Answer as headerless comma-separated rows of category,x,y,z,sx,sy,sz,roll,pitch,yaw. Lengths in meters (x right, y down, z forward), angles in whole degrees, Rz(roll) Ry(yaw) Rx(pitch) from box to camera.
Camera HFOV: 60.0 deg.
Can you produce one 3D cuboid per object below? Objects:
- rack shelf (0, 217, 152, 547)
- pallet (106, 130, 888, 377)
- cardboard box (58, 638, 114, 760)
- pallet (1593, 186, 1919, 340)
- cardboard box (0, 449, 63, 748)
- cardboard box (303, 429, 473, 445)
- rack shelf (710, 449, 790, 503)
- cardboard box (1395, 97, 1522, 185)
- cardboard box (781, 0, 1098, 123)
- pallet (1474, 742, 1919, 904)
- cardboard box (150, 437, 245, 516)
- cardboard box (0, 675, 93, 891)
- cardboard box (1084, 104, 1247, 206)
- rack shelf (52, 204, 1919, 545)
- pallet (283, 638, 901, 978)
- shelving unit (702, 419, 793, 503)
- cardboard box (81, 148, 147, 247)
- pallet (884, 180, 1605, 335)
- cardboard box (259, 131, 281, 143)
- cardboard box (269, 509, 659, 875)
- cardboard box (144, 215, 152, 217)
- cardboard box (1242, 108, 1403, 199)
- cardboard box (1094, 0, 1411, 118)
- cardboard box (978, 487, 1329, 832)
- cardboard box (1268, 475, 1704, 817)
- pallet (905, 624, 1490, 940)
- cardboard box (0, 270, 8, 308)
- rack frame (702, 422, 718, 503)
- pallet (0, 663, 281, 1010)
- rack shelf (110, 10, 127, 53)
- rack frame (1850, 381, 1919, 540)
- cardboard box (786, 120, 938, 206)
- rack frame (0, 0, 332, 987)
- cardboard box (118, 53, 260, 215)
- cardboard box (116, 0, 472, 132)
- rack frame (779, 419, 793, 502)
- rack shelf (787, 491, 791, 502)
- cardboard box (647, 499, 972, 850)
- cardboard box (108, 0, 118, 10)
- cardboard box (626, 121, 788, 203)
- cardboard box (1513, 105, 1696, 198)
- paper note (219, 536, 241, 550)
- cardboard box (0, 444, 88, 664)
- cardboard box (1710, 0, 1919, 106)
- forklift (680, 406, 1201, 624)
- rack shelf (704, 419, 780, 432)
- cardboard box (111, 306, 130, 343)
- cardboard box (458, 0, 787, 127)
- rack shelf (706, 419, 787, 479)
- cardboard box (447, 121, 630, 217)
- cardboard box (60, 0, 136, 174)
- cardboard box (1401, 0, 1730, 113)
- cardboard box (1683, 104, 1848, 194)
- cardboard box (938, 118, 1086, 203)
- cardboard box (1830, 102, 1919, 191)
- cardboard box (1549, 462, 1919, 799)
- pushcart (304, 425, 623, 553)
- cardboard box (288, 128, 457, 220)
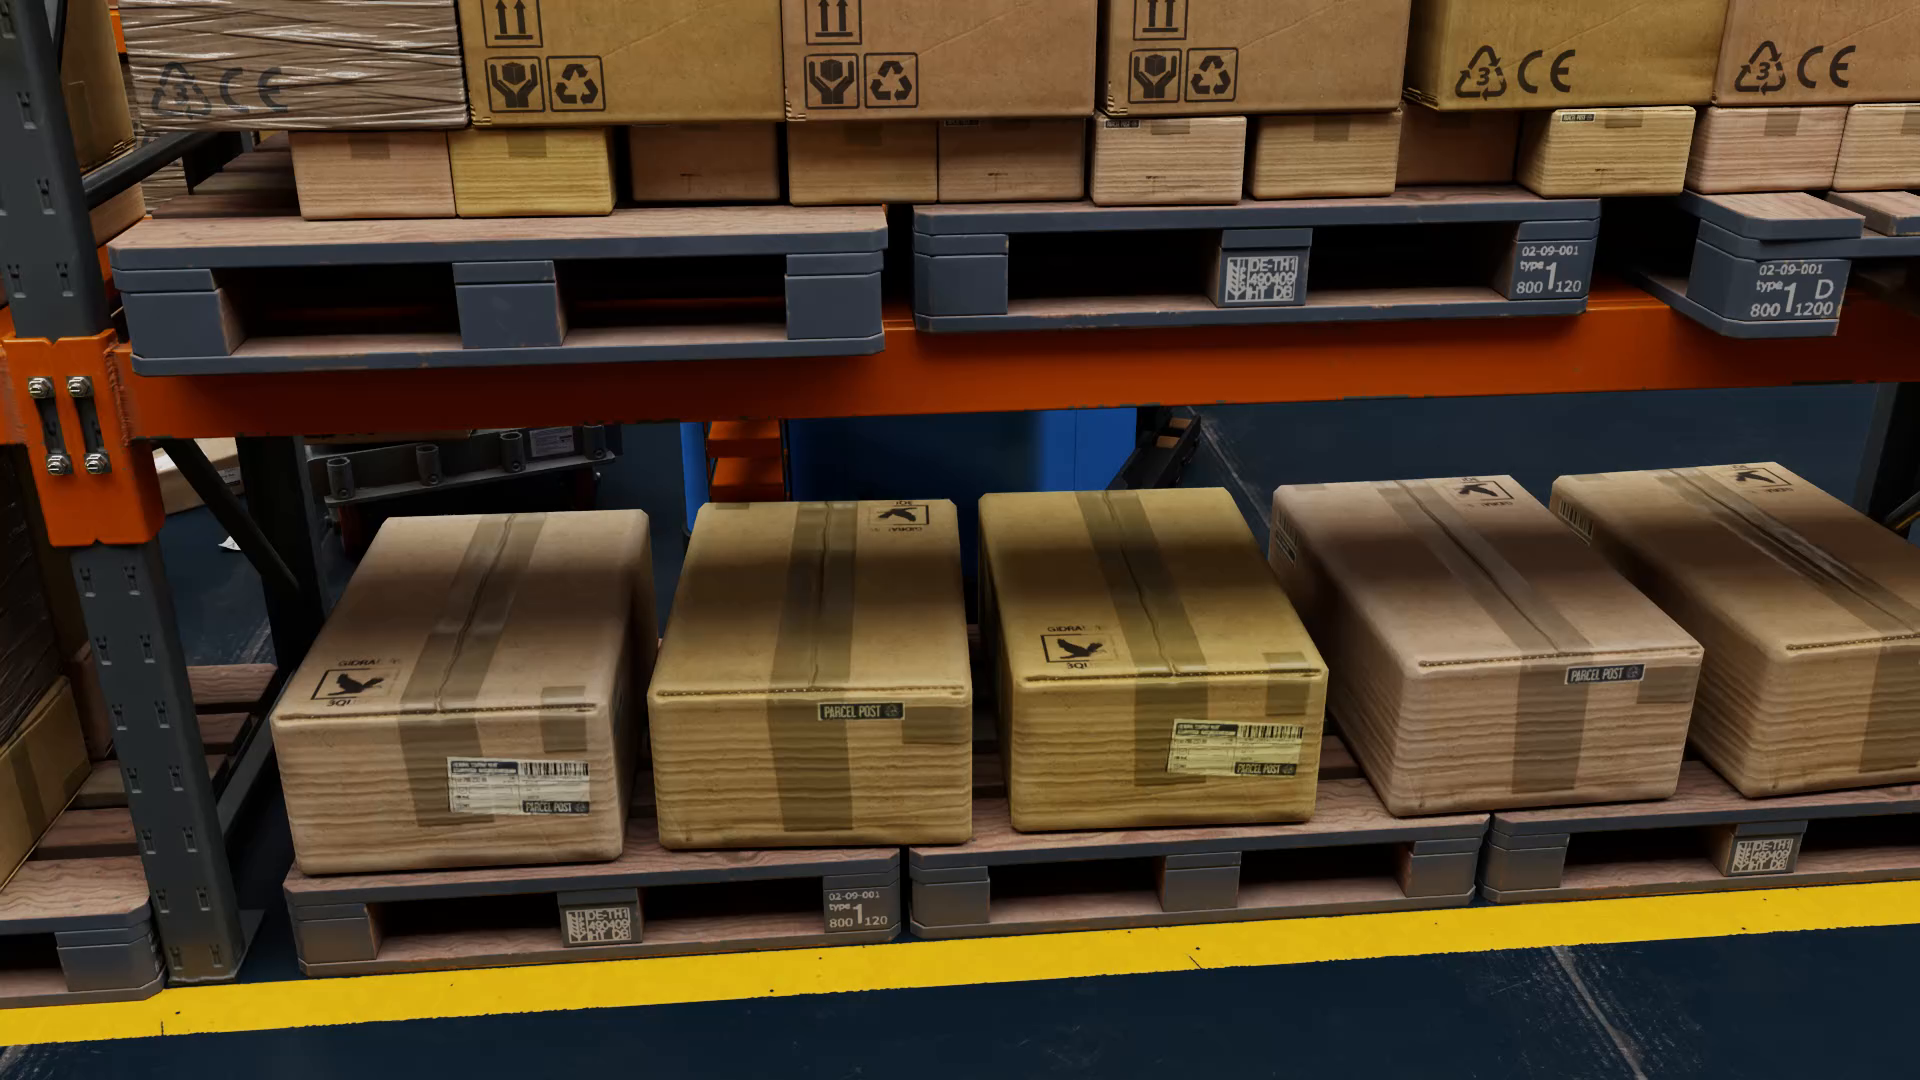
rack shelf,-3.532,-0.287,3.088,4.000,0.370,1.077,-2,24,-5
pallet,-0.767,-0.580,3.097,1.213,0.211,1.003,-2,24,-5
cardboard box,-2.155,0.284,3.787,0.500,0.250,0.500,-3,24,-8
pallet,1.740,-0.696,3.359,1.003,0.211,1.213,-2,24,-5
cardboard box,-2.104,0.159,3.145,0.500,0.500,0.500,-3,24,-6
cardboard box,-1.747,-0.618,5.091,0.500,0.500,0.500,-2,24,-5
rack shelf,-0.525,-0.141,4.181,0.180,0.103,0.258,-2,24,-2
cardboard box,0.844,-0.773,3.089,0.250,0.149,0.380,-2,24,-5
cardboard box,-0.055,-1.006,2.814,0.500,0.500,0.500,-2,24,-5
pallet,1.661,0.450,3.978,1.213,0.211,1.003,-2,24,-5
cardboard box,-2.563,-0.281,5.555,0.258,0.266,0.396,22,32,40
cardboard box,-2.104,0.501,3.297,0.500,0.250,0.500,-1,24,-3
cardboard box,0.339,-0.708,2.941,0.250,0.149,0.380,-1,24,-3
rack shelf,0.449,-0.447,3.447,4.000,0.370,1.077,-2,24,-5
pallet,-0.767,0.547,3.759,1.213,0.211,1.003,-2,24,-5
shelving unit,-0.525,-0.181,4.163,0.189,1.200,0.258,-2,24,-2
cardboard box,-1.887,-0.698,3.436,0.250,0.149,0.380,-2,24,-5
pallet,0.473,-0.672,3.305,1.213,0.211,1.003,-2,24,-5
cardboard box,-2.762,-1.916,7.967,0.875,0.875,0.875,-2,24,-4
cardboard box,-1.020,0.291,3.619,0.625,0.372,0.950,-2,24,-4
cardboard box,-3.573,-1.074,7.048,0.500,0.500,0.500,2,24,4
cardboard box,0.602,-0.730,2.992,0.250,0.149,0.380,-3,24,-7
cardboard box,0.455,-1.031,2.870,0.500,0.500,0.500,-3,24,-7
cardboard box,0.387,0.233,3.751,0.625,0.372,0.950,-2,24,-3
cardboard box,1.142,0.205,3.814,0.625,0.372,0.950,-3,24,-6
pallet,0.450,0.497,3.872,1.213,0.211,1.003,-2,24,-5
cardboard box,-1.832,-0.445,2.867,0.250,0.149,0.380,-3,24,-6
rack frame,-0.617,-0.178,4.160,0.006,1.200,0.240,-2,24,-2
pallet,-2.207,0.620,3.595,1.213,0.211,1.003,-2,24,-5
rack shelf,-4.119,-2.284,7.580,4.000,0.370,1.077,-2,24,-5
rack frame,2.439,-0.855,3.481,0.127,3.000,1.000,-2,24,-5
cardboard box,-0.177,-0.709,2.944,0.250,0.149,0.380,-2,24,-4
rack frame,-1.542,-0.695,3.122,0.127,3.000,1.000,-2,24,-5
cardboard box,-3.658,-1.879,7.883,0.875,0.875,0.875,-2,24,-5
cardboard box,-1.047,-0.972,2.737,0.500,0.500,0.500,-2,24,-4
rack frame,-0.434,-0.184,4.166,0.006,1.200,0.240,-2,24,-2
rack shelf,-0.522,-0.031,4.231,0.180,0.103,0.258,-2,24,-2
cardboard box,-0.305,0.261,3.687,0.625,0.372,0.950,-1,24,-2
cardboard box,-3.589,-2.736,7.528,0.550,0.550,0.875,-2,24,-5
cardboard box,-0.437,-0.716,2.959,0.250,0.149,0.380,-1,24,-2
cardboard box,1.106,-0.732,2.997,0.250,0.149,0.380,-2,24,-4
paper note,-2.237,-0.007,5.228,0.142,0.019,0.148,-2,24,-5
cardboard box,-2.155,-0.059,3.635,0.500,0.500,0.500,-1,24,-3
cardboard box,1.500,-1.073,2.965,0.500,0.500,0.500,-3,24,-6
forklift,0.209,-1.578,5.191,1.130,2.935,3.031,8,25,18
rack shelf,-0.529,-0.359,4.082,0.180,0.103,0.258,-2,24,-2
cardboard box,-3.093,-0.591,5.793,0.503,0.637,0.797,-2,24,-5
cardboard box,-0.549,-0.992,2.782,0.500,0.500,0.500,-2,24,-5
rack shelf,-0.527,-0.250,4.132,0.180,0.103,0.258,-2,24,-2
cardboard box,-0.711,-0.673,2.864,0.250,0.149,0.380,-2,24,-4
cardboard box,-2.007,-0.972,3.255,0.500,0.500,0.500,-2,24,-5
cardboard box,0.998,-1.052,2.918,0.500,0.500,0.500,-4,24,-9
cardboard box,1.379,-0.749,3.035,0.250,0.149,0.380,-3,24,-8
cardboard box,0.070,-0.718,2.965,0.250,0.149,0.380,-2,24,-5
cardboard box,1.630,-0.756,3.050,0.250,0.149,0.380,-2,24,-6
cardboard box,1.876,0.172,3.888,0.625,0.372,0.950,-4,24,-9
pushcart,-1.816,-0.417,5.723,0.936,0.377,1.648,-11,26,-23
cardboard box,-0.961,-0.667,2.850,0.250,0.149,0.380,-2,24,-4
